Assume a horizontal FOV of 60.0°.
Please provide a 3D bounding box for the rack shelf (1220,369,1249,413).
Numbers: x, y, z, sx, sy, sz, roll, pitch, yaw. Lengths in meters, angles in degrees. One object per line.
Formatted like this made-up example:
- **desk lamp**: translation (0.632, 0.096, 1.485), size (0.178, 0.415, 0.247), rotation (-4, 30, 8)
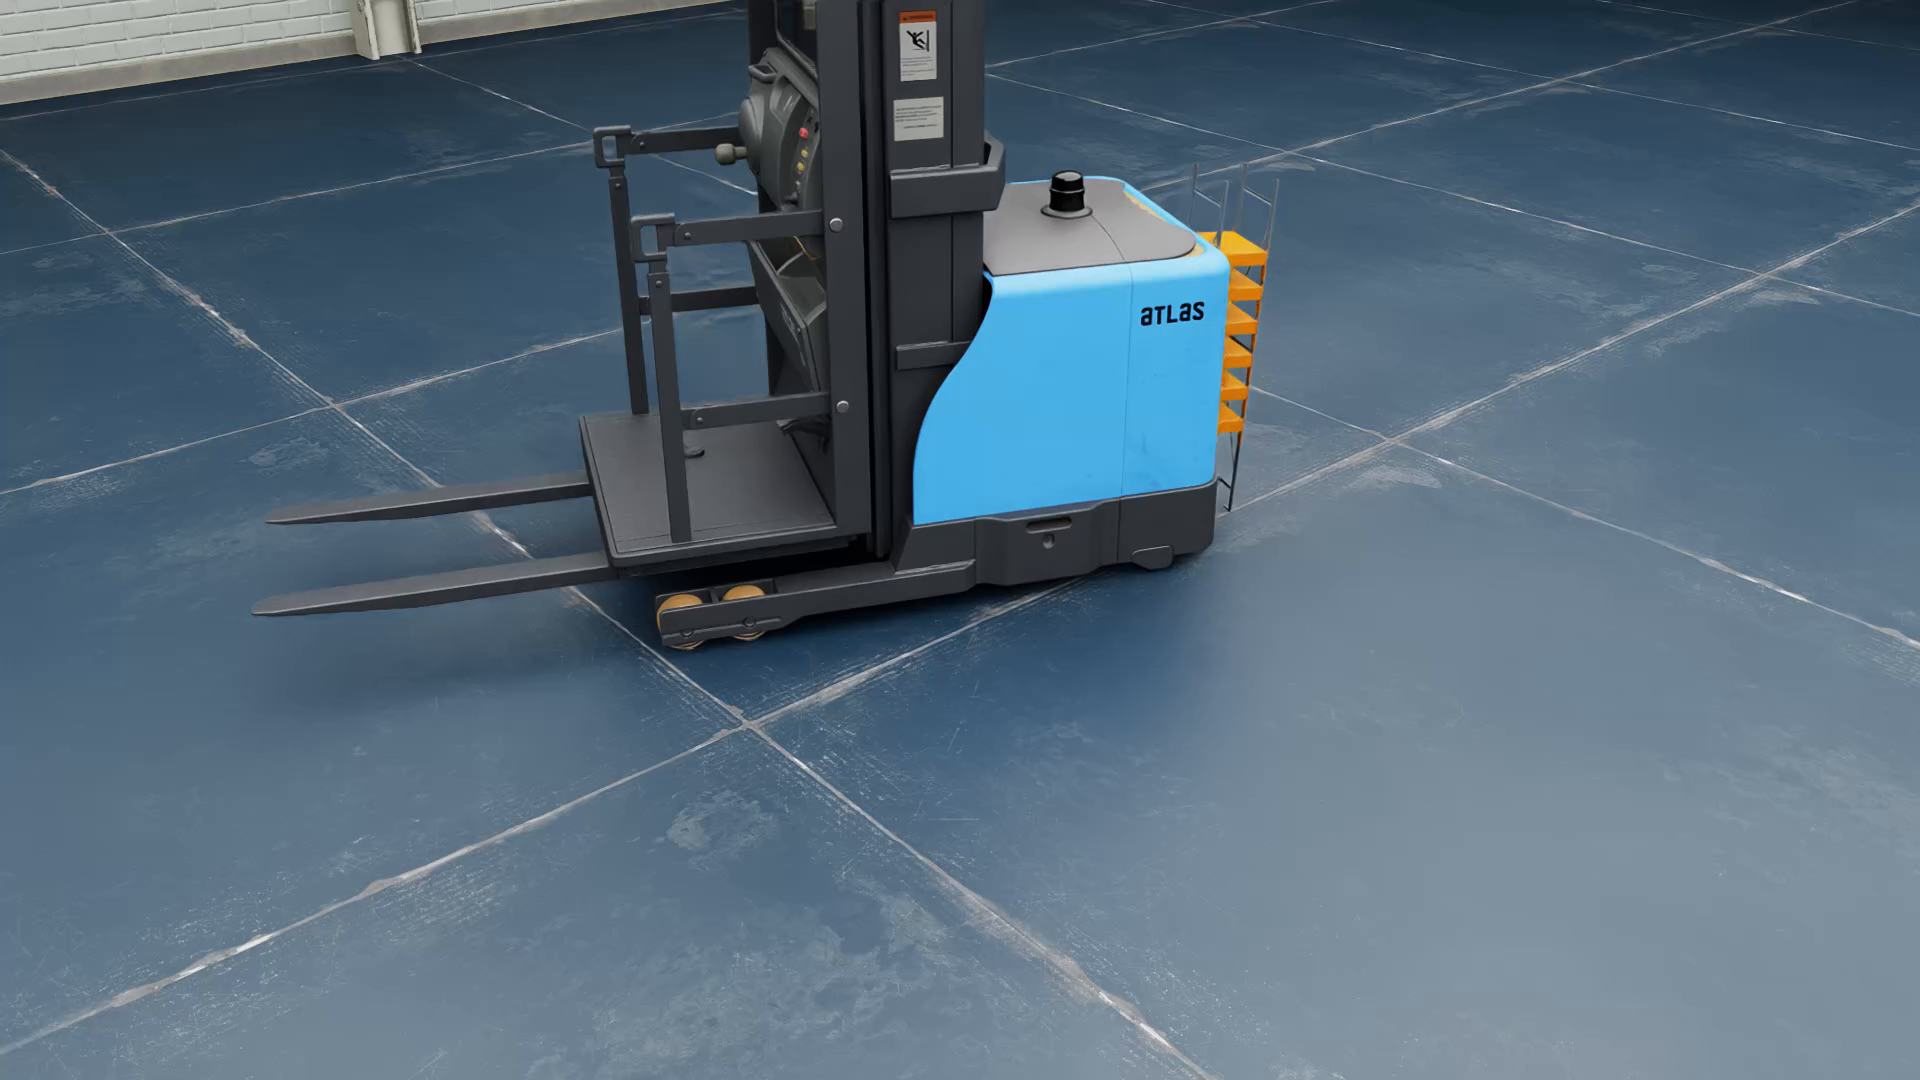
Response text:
- **rack shelf**: translation (0.865, -0.530, 5.807), size (0.180, 0.103, 0.258), rotation (-6, 29, -18)

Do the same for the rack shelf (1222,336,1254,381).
- **rack shelf**: translation (0.871, -0.637, 5.752), size (0.180, 0.103, 0.258), rotation (-6, 29, -18)

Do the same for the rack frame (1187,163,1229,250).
- **rack frame**: translation (0.787, -0.667, 5.704), size (0.006, 1.200, 0.240), rotation (-6, 29, -18)

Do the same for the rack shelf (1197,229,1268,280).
- **rack shelf**: translation (0.891, -0.957, 5.589), size (0.180, 0.103, 0.258), rotation (-6, 29, -18)

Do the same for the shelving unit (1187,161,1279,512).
- **shelving unit**: translation (0.874, -0.676, 5.732), size (0.189, 1.200, 0.258), rotation (-6, 29, -18)

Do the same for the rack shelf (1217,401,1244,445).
- **rack shelf**: translation (0.858, -0.423, 5.861), size (0.180, 0.103, 0.258), rotation (-6, 29, -18)

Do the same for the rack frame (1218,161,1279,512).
- **rack frame**: translation (0.960, -0.685, 5.761), size (0.006, 1.200, 0.240), rotation (-6, 29, -18)

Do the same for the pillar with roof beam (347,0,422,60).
- **pillar with roof beam**: translation (-1.575, -6.154, 7.719), size (0.400, 9.000, 9.100), rotation (-22, 35, -35)

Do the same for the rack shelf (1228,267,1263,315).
- **rack shelf**: translation (0.884, -0.850, 5.644), size (0.180, 0.103, 0.258), rotation (-6, 29, -18)

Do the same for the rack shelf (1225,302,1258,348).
- **rack shelf**: translation (0.878, -0.743, 5.698), size (0.180, 0.103, 0.258), rotation (-6, 29, -18)

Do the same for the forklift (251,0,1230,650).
- **forklift**: translation (-0.723, -1.234, 4.949), size (3.031, 2.935, 1.130), rotation (-8, 29, -15)
